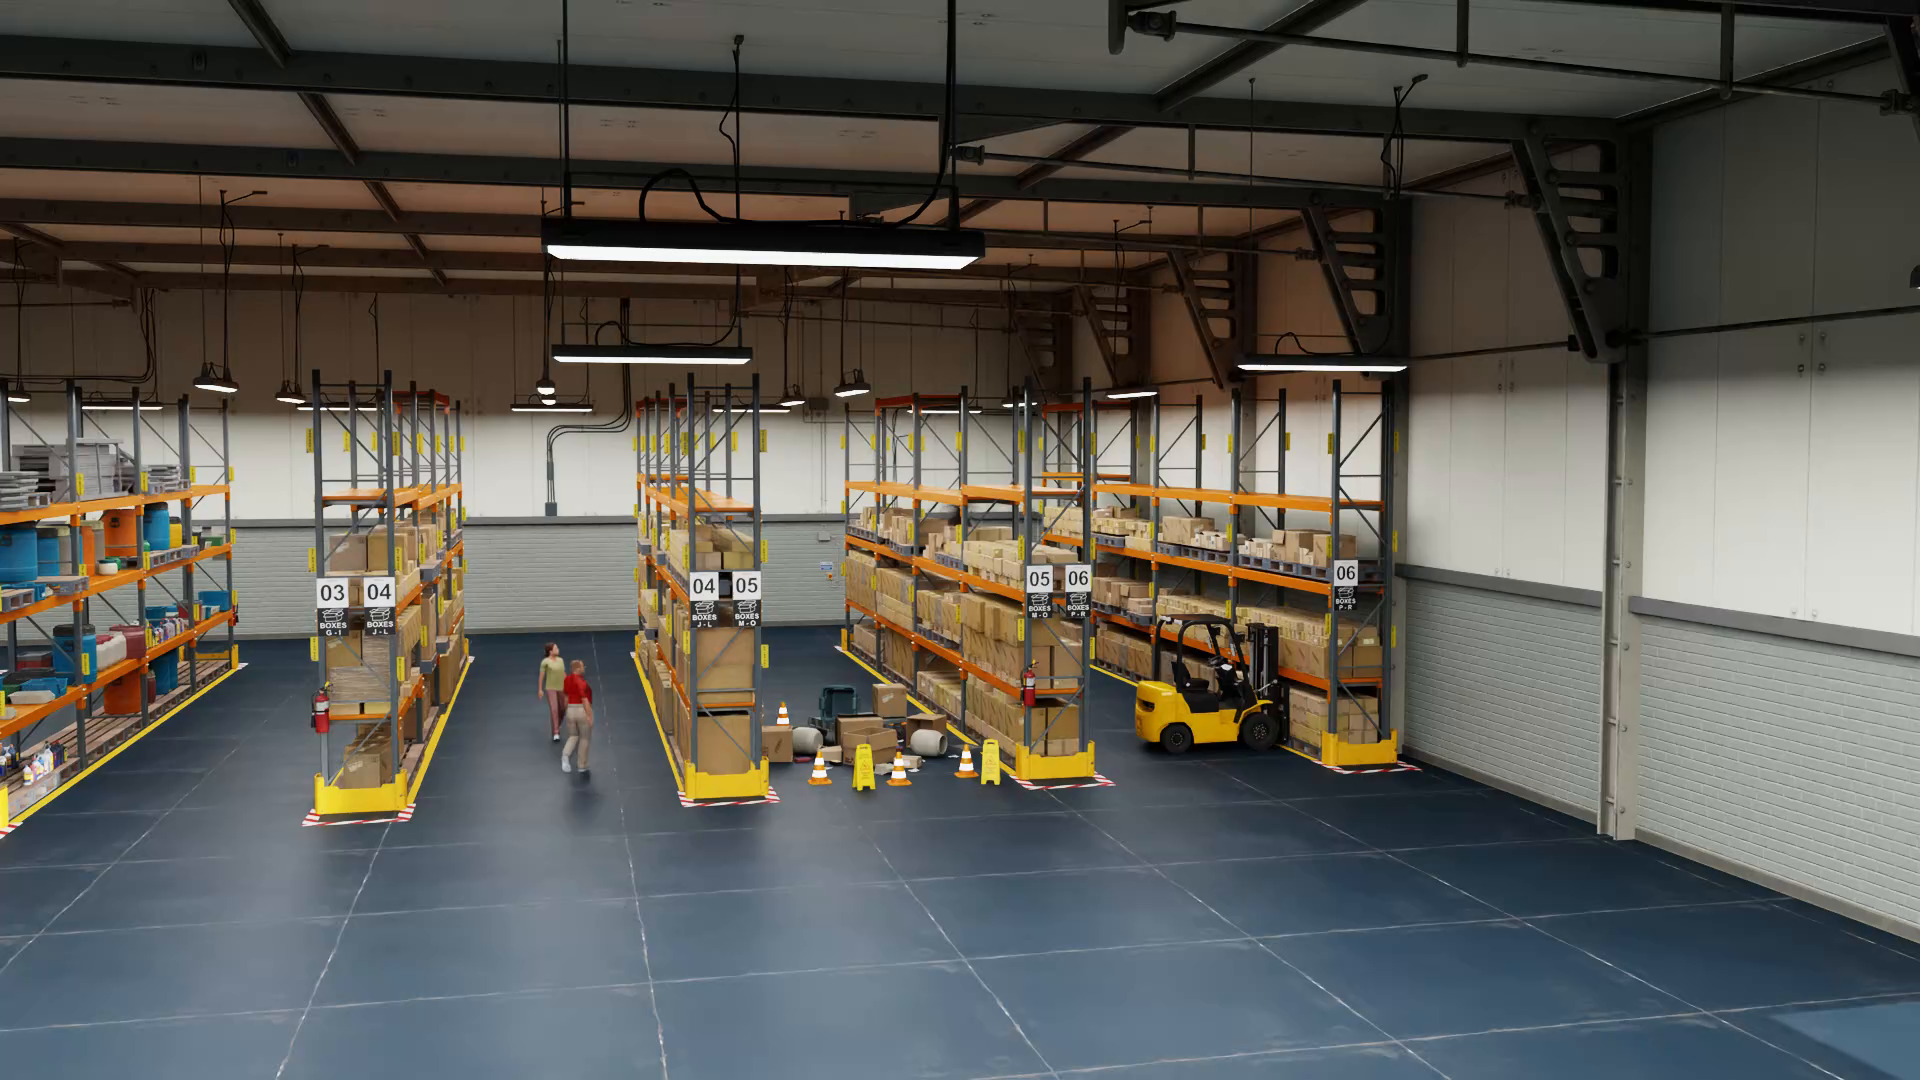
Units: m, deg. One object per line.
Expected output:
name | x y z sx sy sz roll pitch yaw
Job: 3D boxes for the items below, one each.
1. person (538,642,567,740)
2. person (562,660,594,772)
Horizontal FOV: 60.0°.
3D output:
person | -6.917 2.549 28.357 0.554 1.627 0.961 -2 4 -24
person | -5.819 2.671 25.252 0.538 1.711 0.550 1 3 19
